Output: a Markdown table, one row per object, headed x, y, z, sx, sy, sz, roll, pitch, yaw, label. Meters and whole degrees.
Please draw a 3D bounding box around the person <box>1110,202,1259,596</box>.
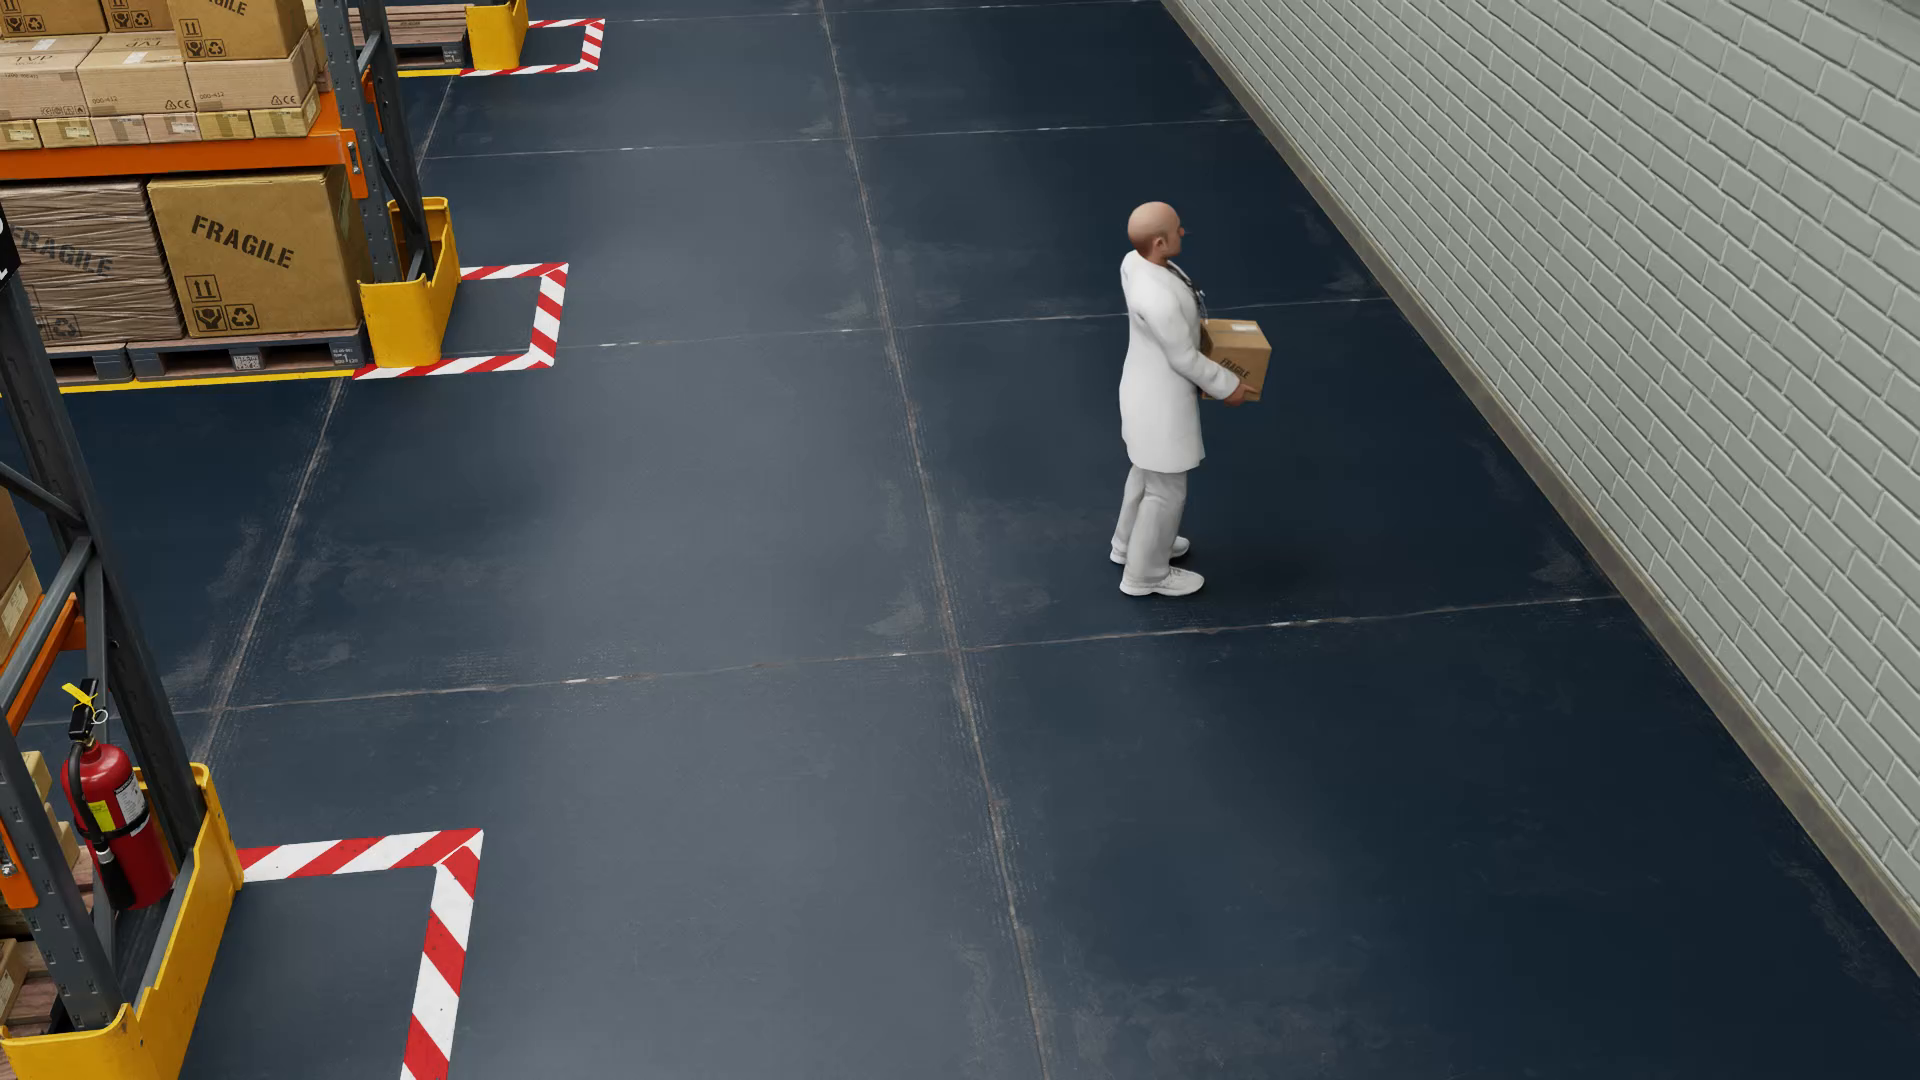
| x | y | z | sx | sy | sz | roll | pitch | yaw | label |
| --- | --- | --- | --- | --- | --- | --- | --- | --- | --- |
| 0.942 | -0.594 | 7.033 | 0.563 | 1.770 | 0.529 | -4 | 35 | -5 | person |
